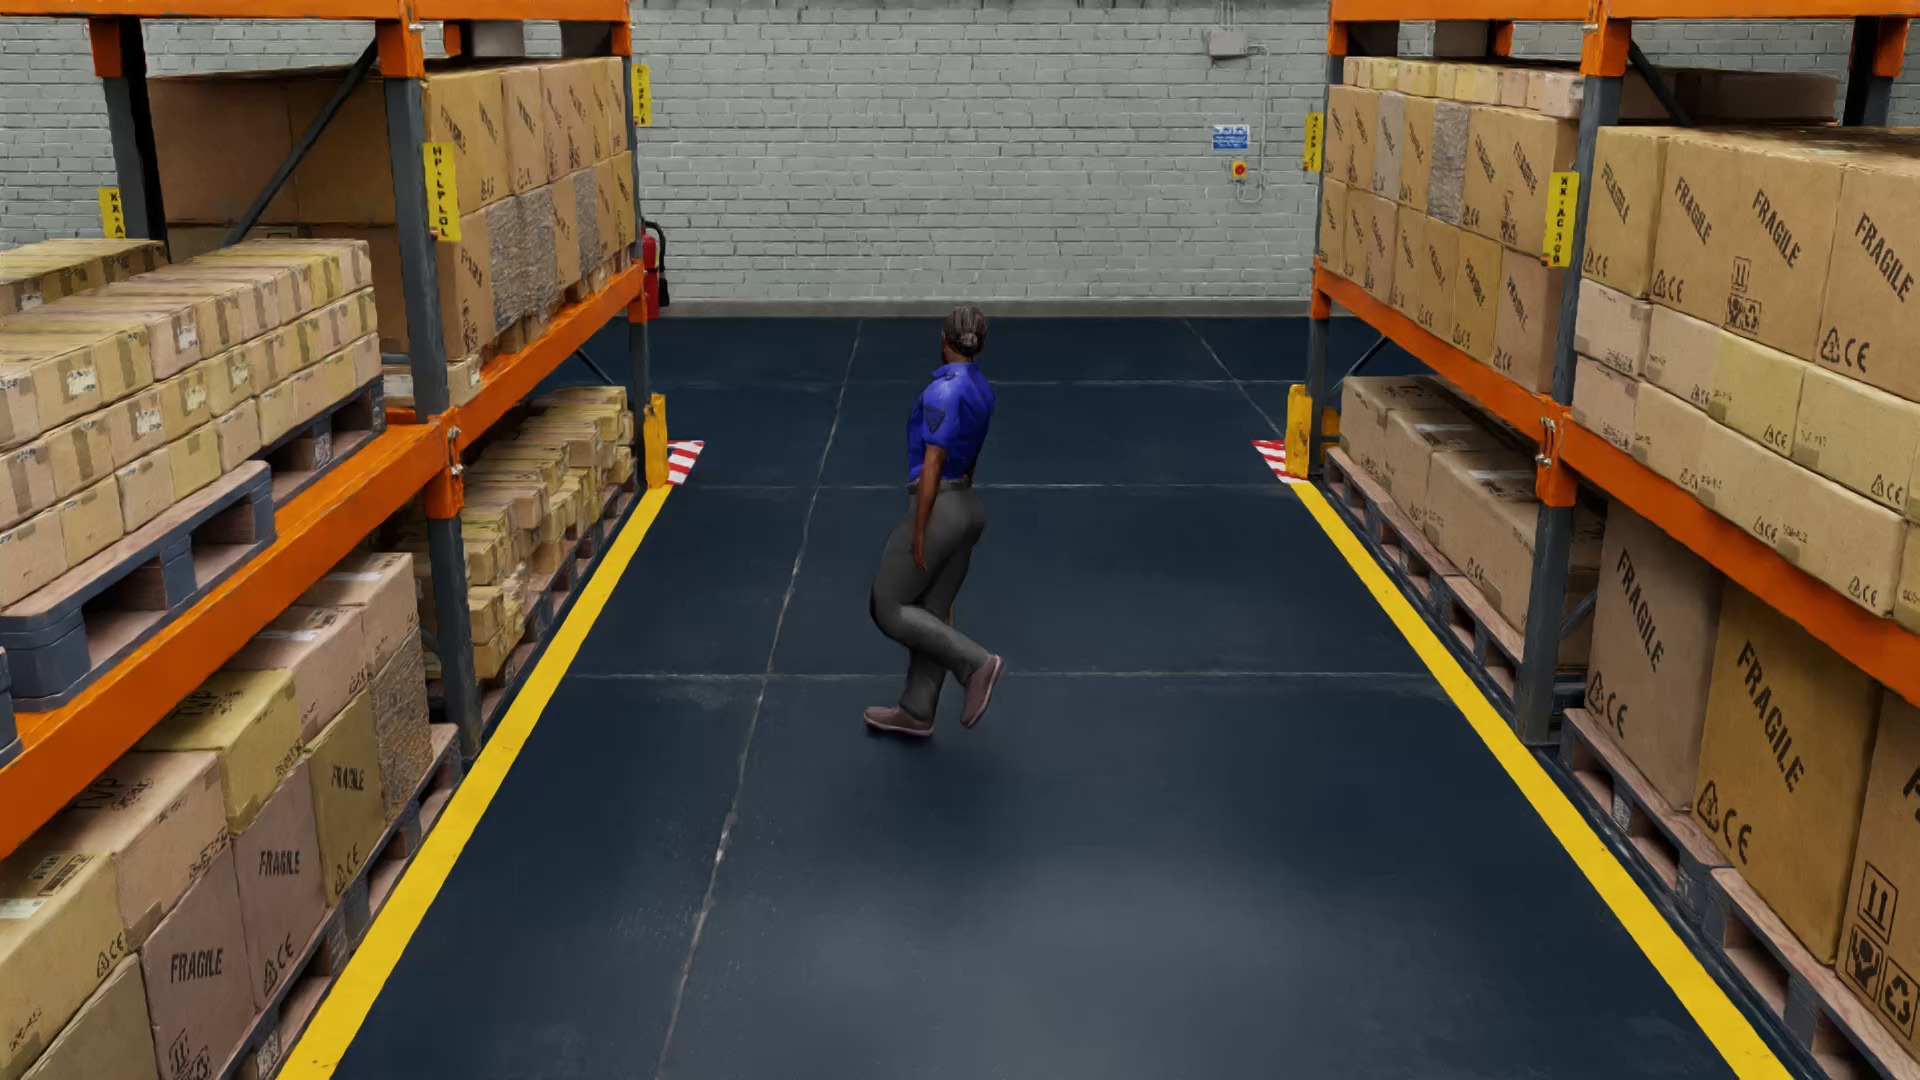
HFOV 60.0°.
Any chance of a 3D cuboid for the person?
[{"bbox_3d":[-0.063,-0.063,6.280,0.579,1.611,0.571,6,18,18],"label":"person"}]
